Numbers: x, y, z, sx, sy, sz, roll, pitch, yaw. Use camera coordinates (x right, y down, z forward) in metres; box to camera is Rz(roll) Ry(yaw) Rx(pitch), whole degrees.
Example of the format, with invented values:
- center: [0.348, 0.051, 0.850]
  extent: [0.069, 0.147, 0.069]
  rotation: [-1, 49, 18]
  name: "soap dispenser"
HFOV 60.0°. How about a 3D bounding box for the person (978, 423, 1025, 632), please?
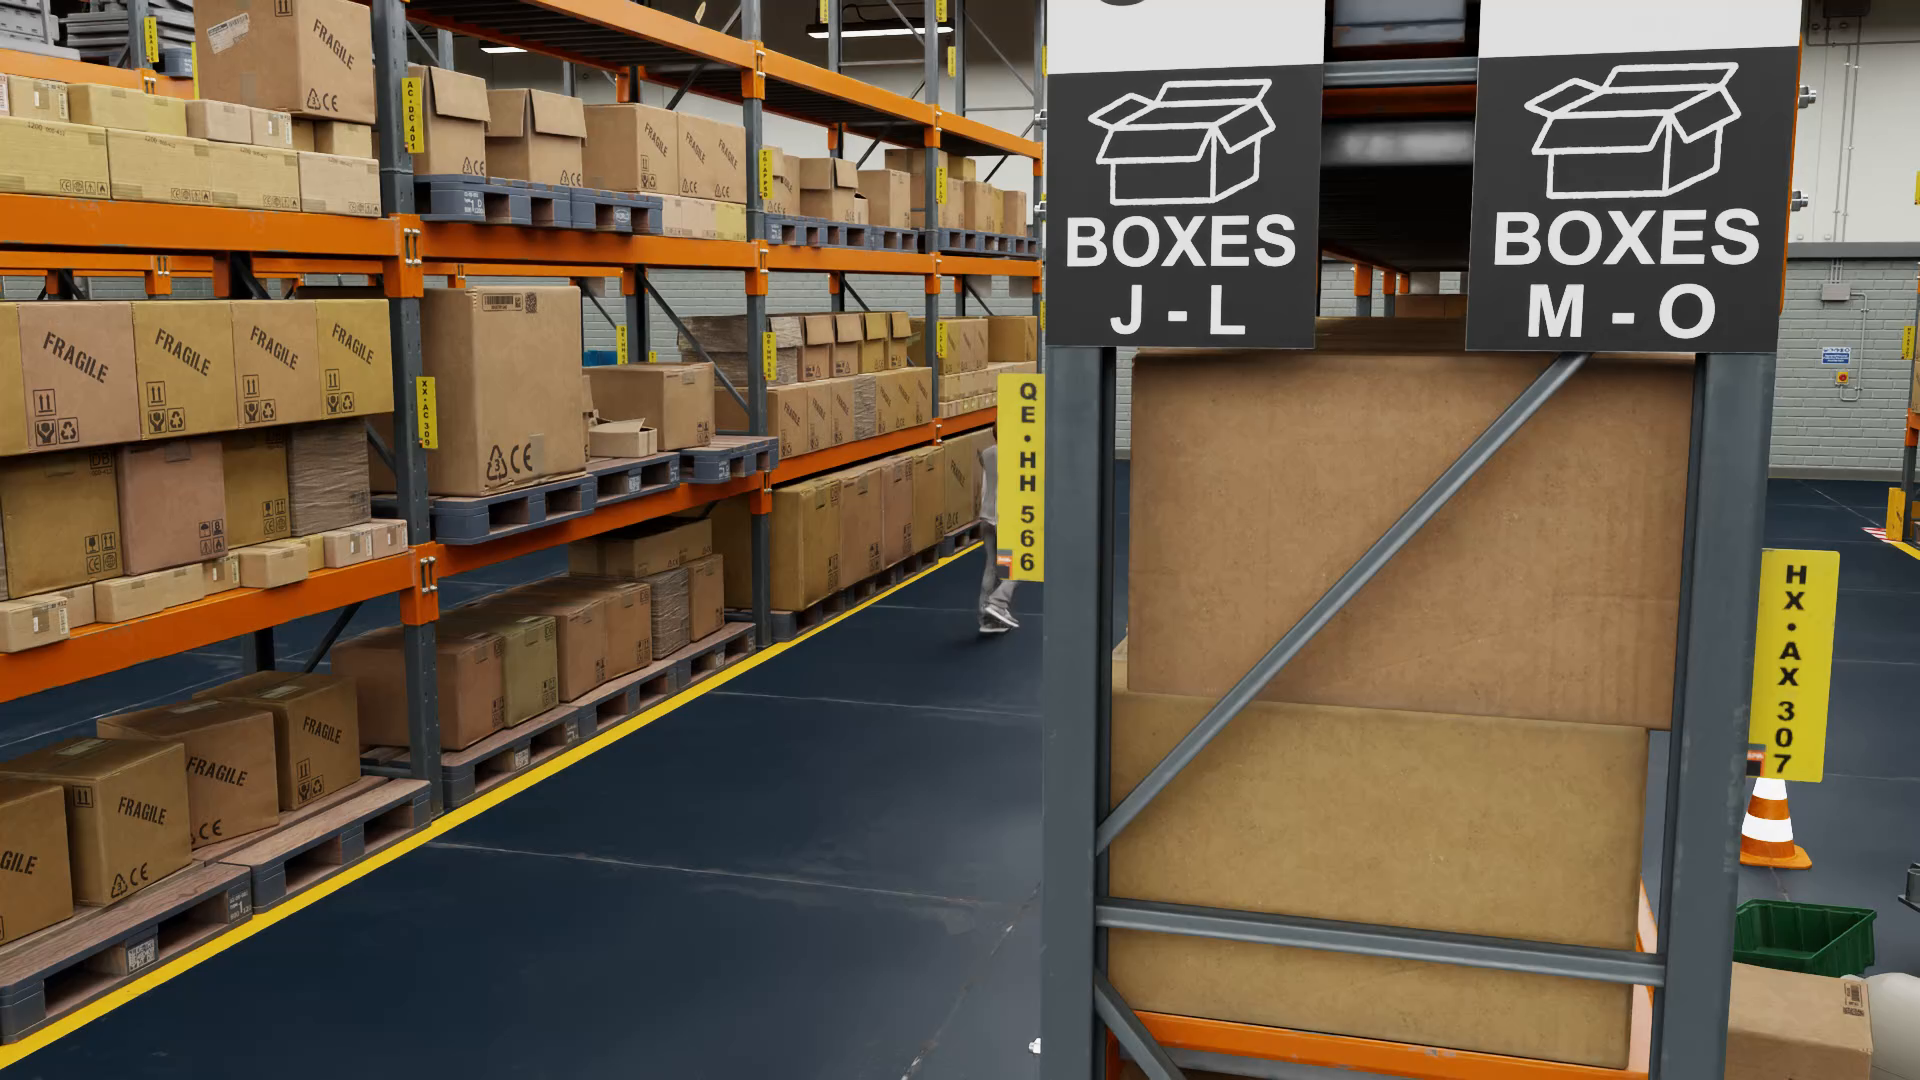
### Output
- center: [0.304, -0.122, 12.092]
  extent: [0.453, 1.585, 0.445]
  rotation: [-7, 11, -41]
  name: "person"
